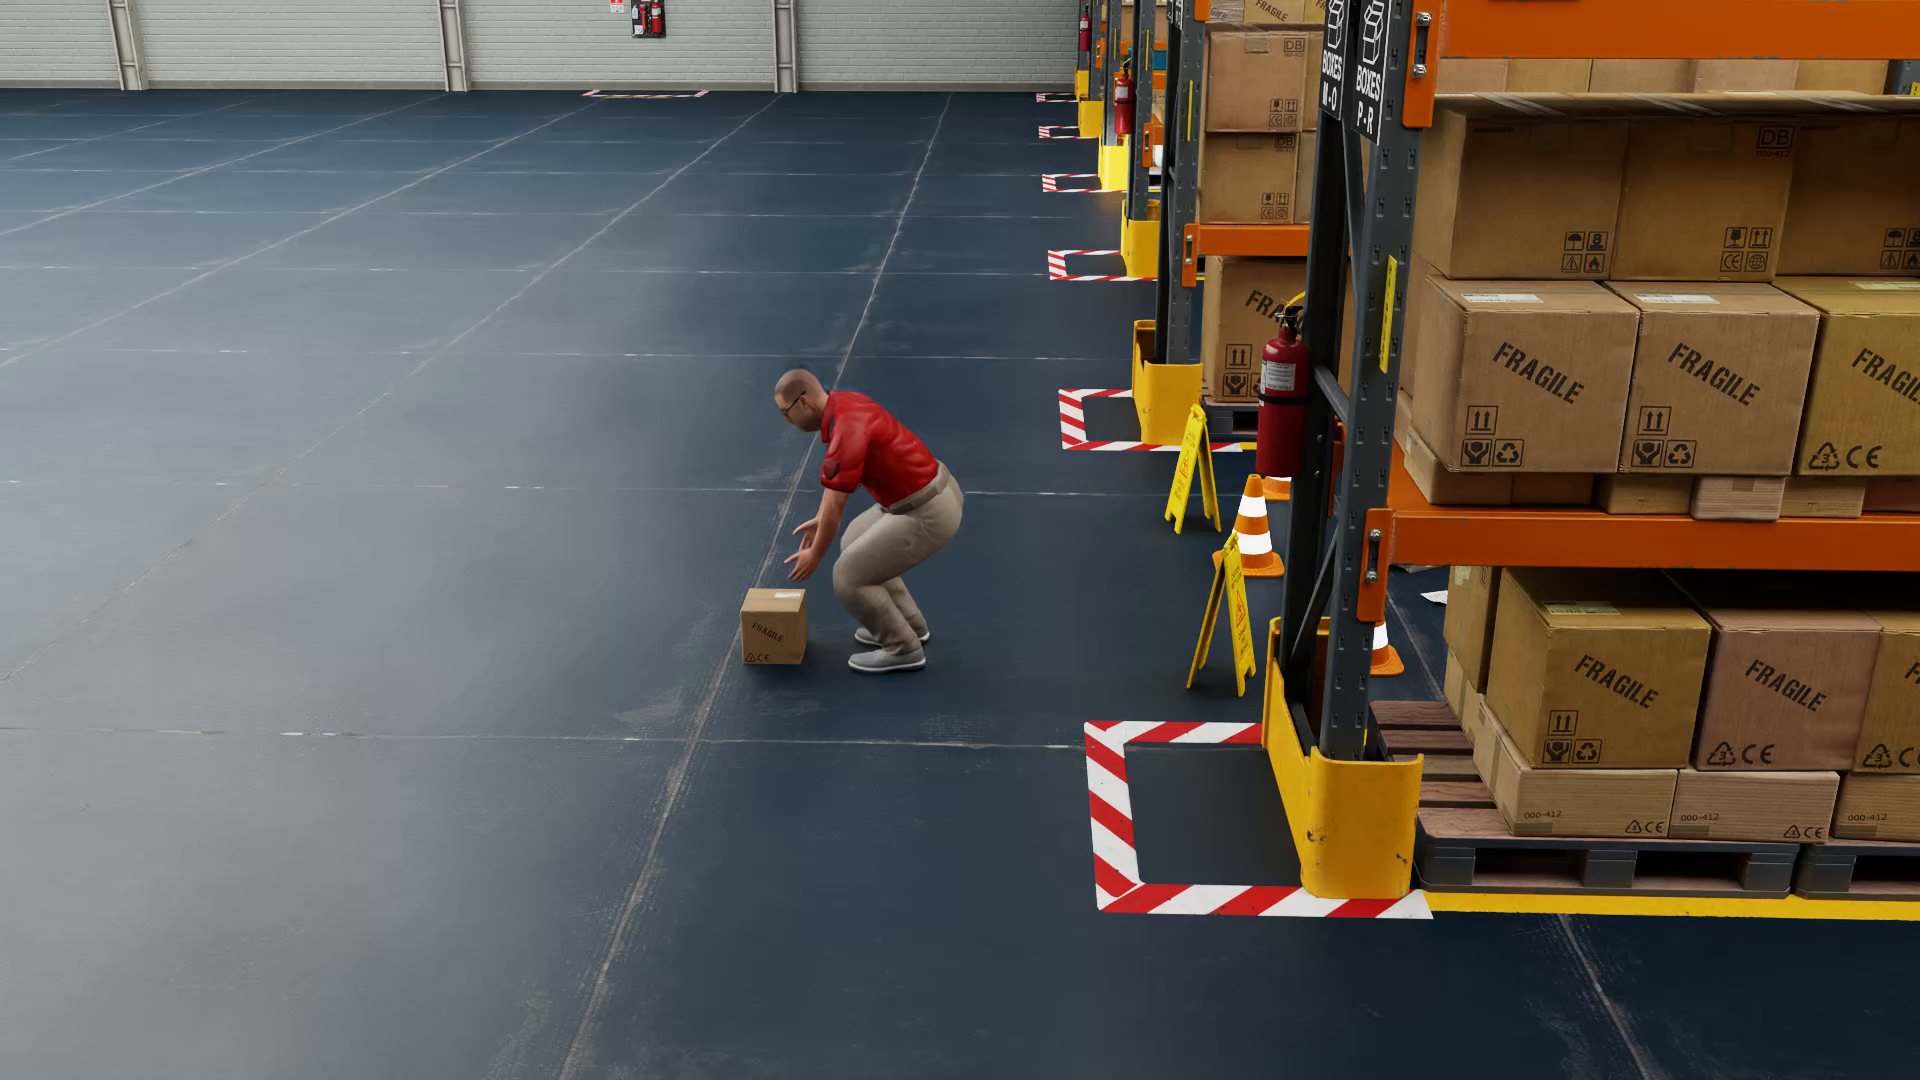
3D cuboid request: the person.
[{"bbox_3d":[-0.373,-0.092,6.979,0.770,1.289,0.588,1,21,2],"label":"person"}]
